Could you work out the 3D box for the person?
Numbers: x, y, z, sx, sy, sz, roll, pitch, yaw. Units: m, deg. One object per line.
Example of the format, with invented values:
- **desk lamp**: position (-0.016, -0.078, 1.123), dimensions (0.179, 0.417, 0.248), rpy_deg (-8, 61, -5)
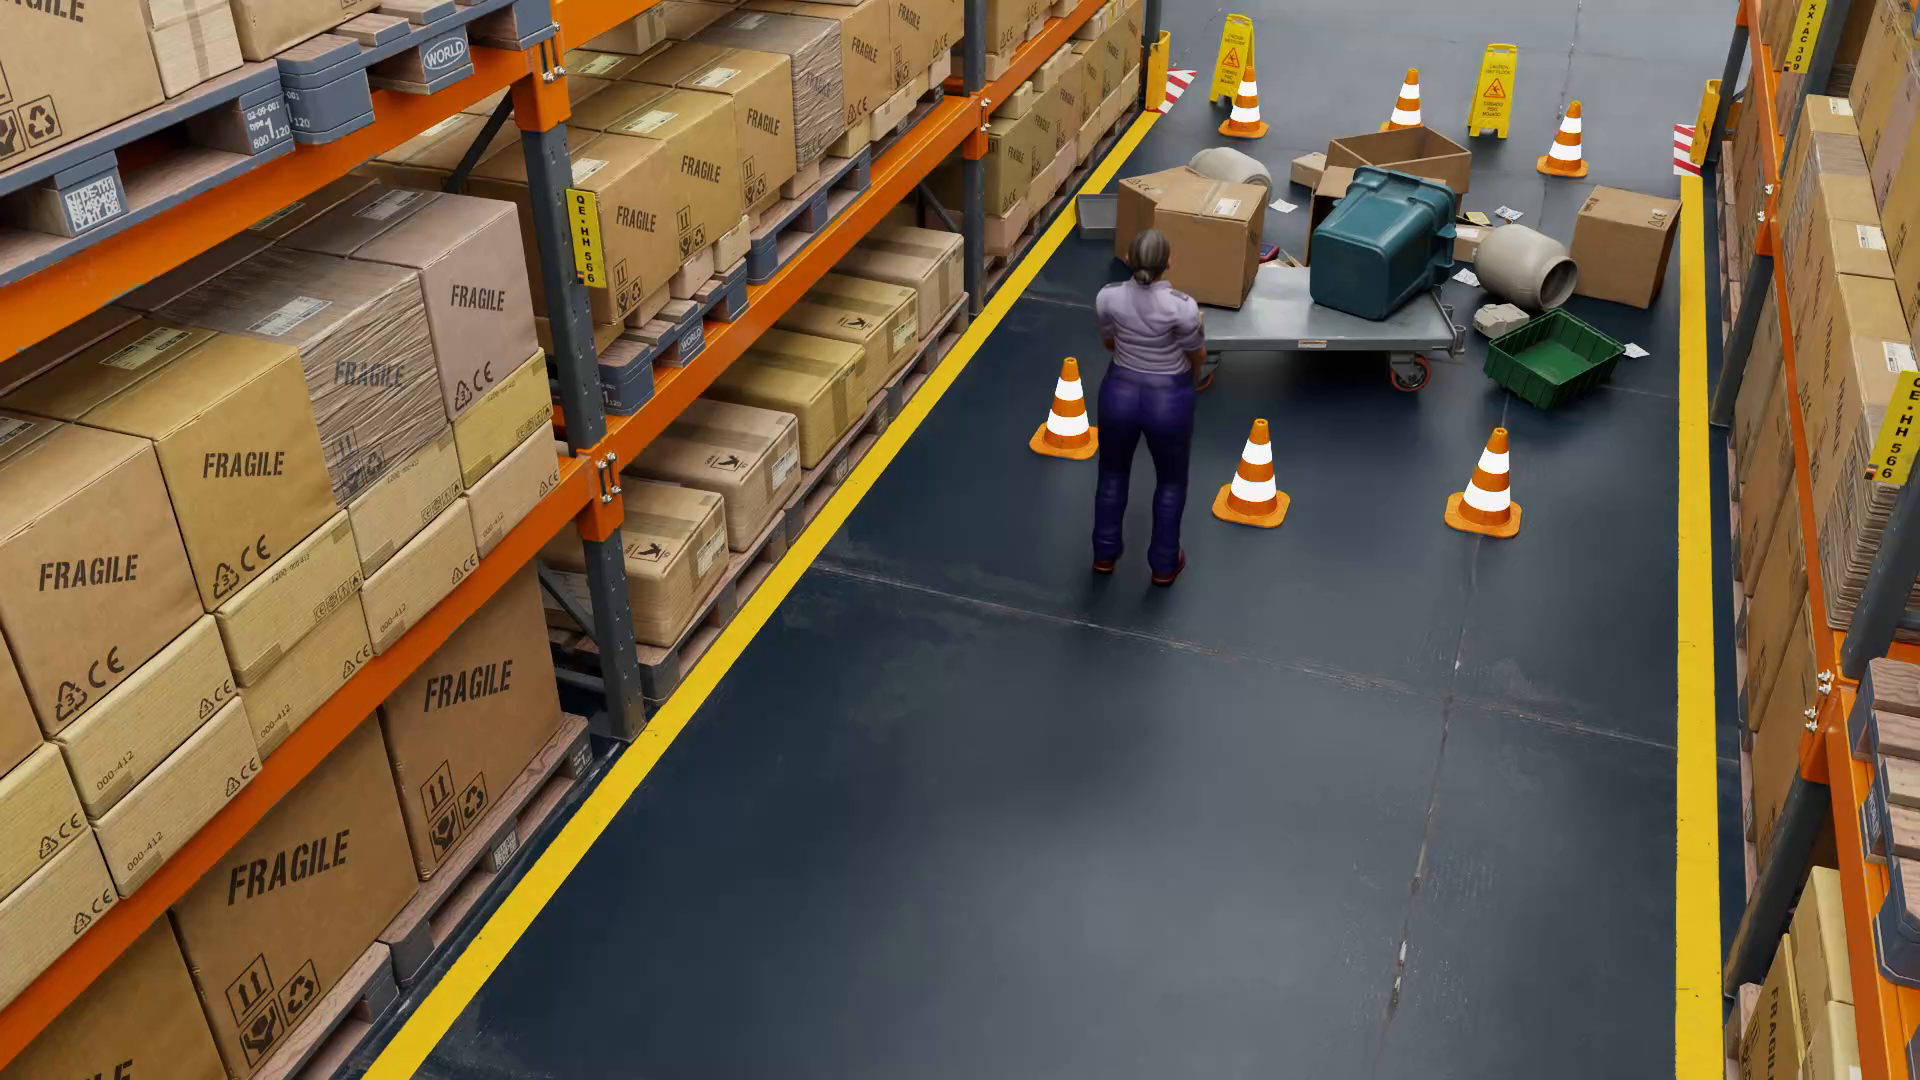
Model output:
- **person**: position (0.811, -0.605, 7.081), dimensions (0.453, 1.636, 0.524), rpy_deg (12, 35, 17)
